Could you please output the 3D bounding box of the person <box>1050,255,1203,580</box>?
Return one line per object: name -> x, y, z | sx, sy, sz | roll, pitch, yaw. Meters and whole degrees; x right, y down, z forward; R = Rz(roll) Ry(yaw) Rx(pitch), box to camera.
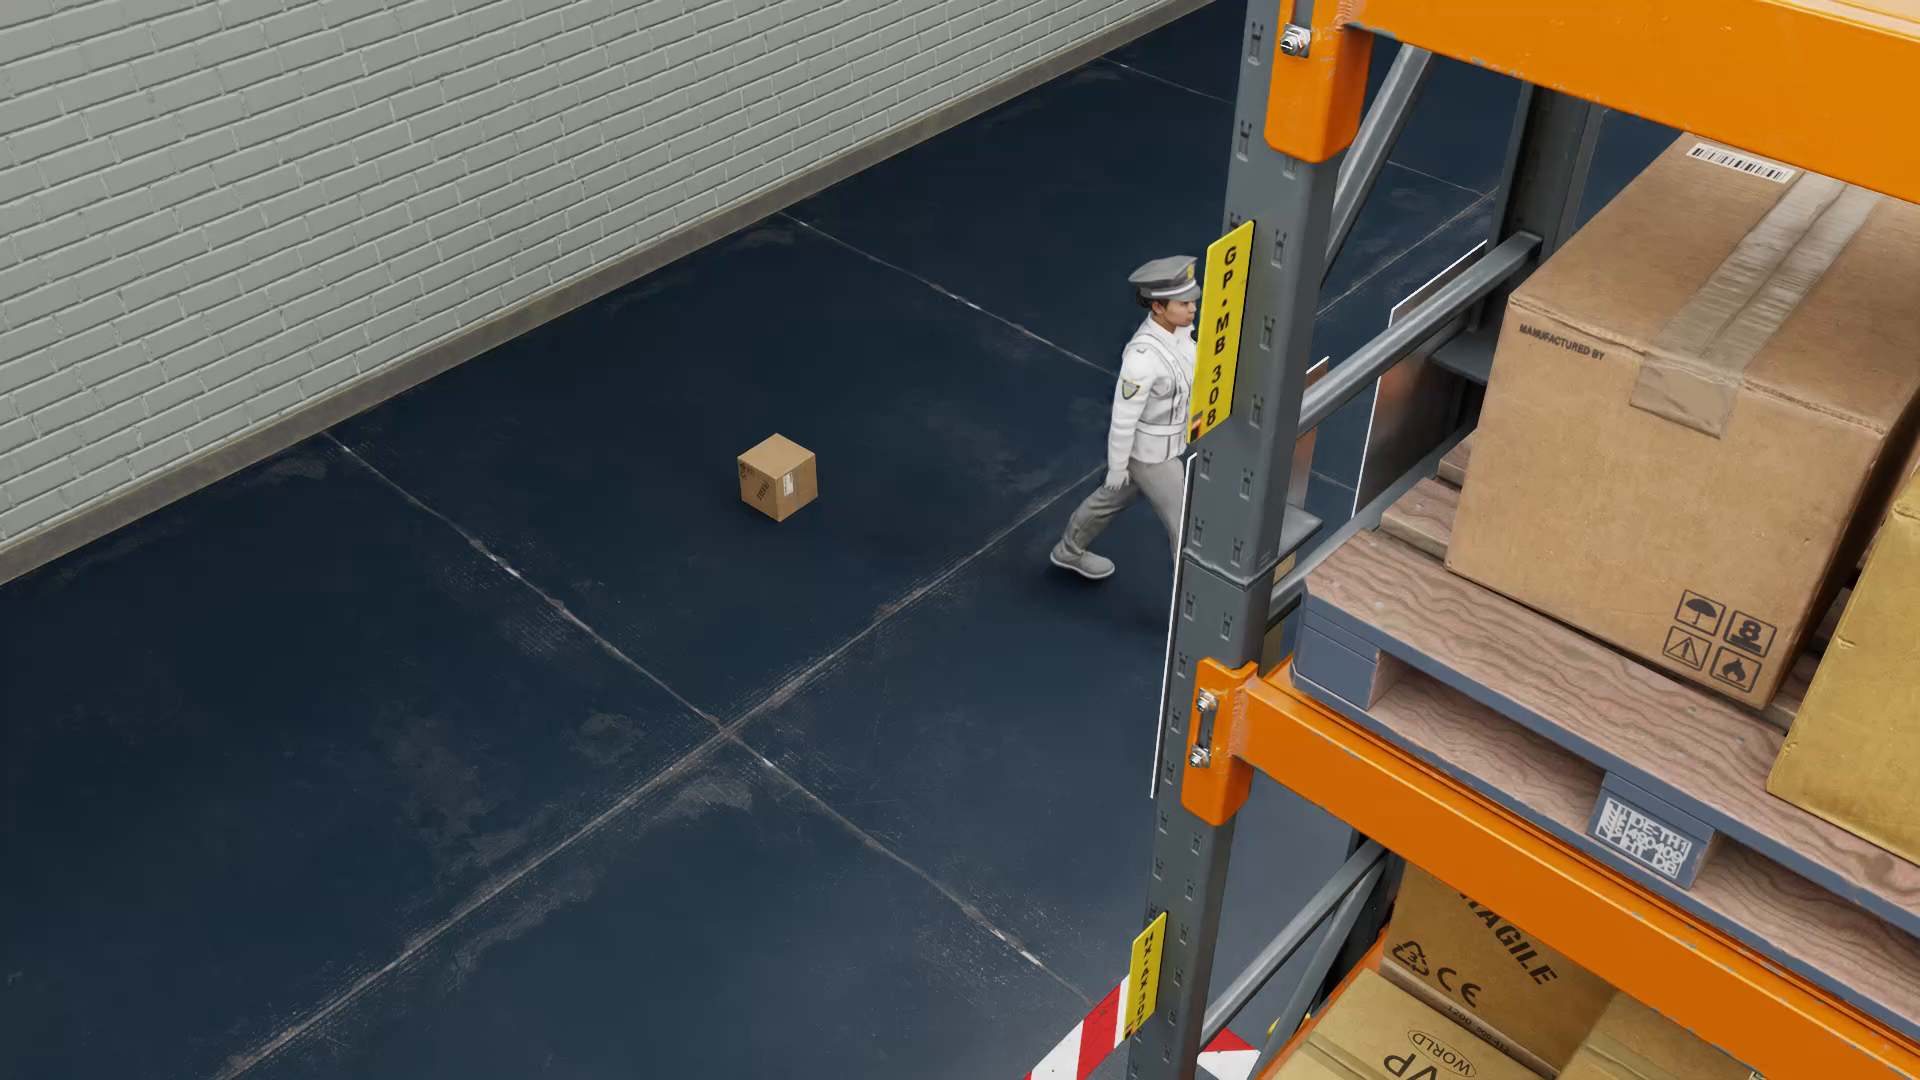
person -> 0.849, -0.390, 6.581 | 1.005, 1.627, 0.495 | 15, 42, 17
